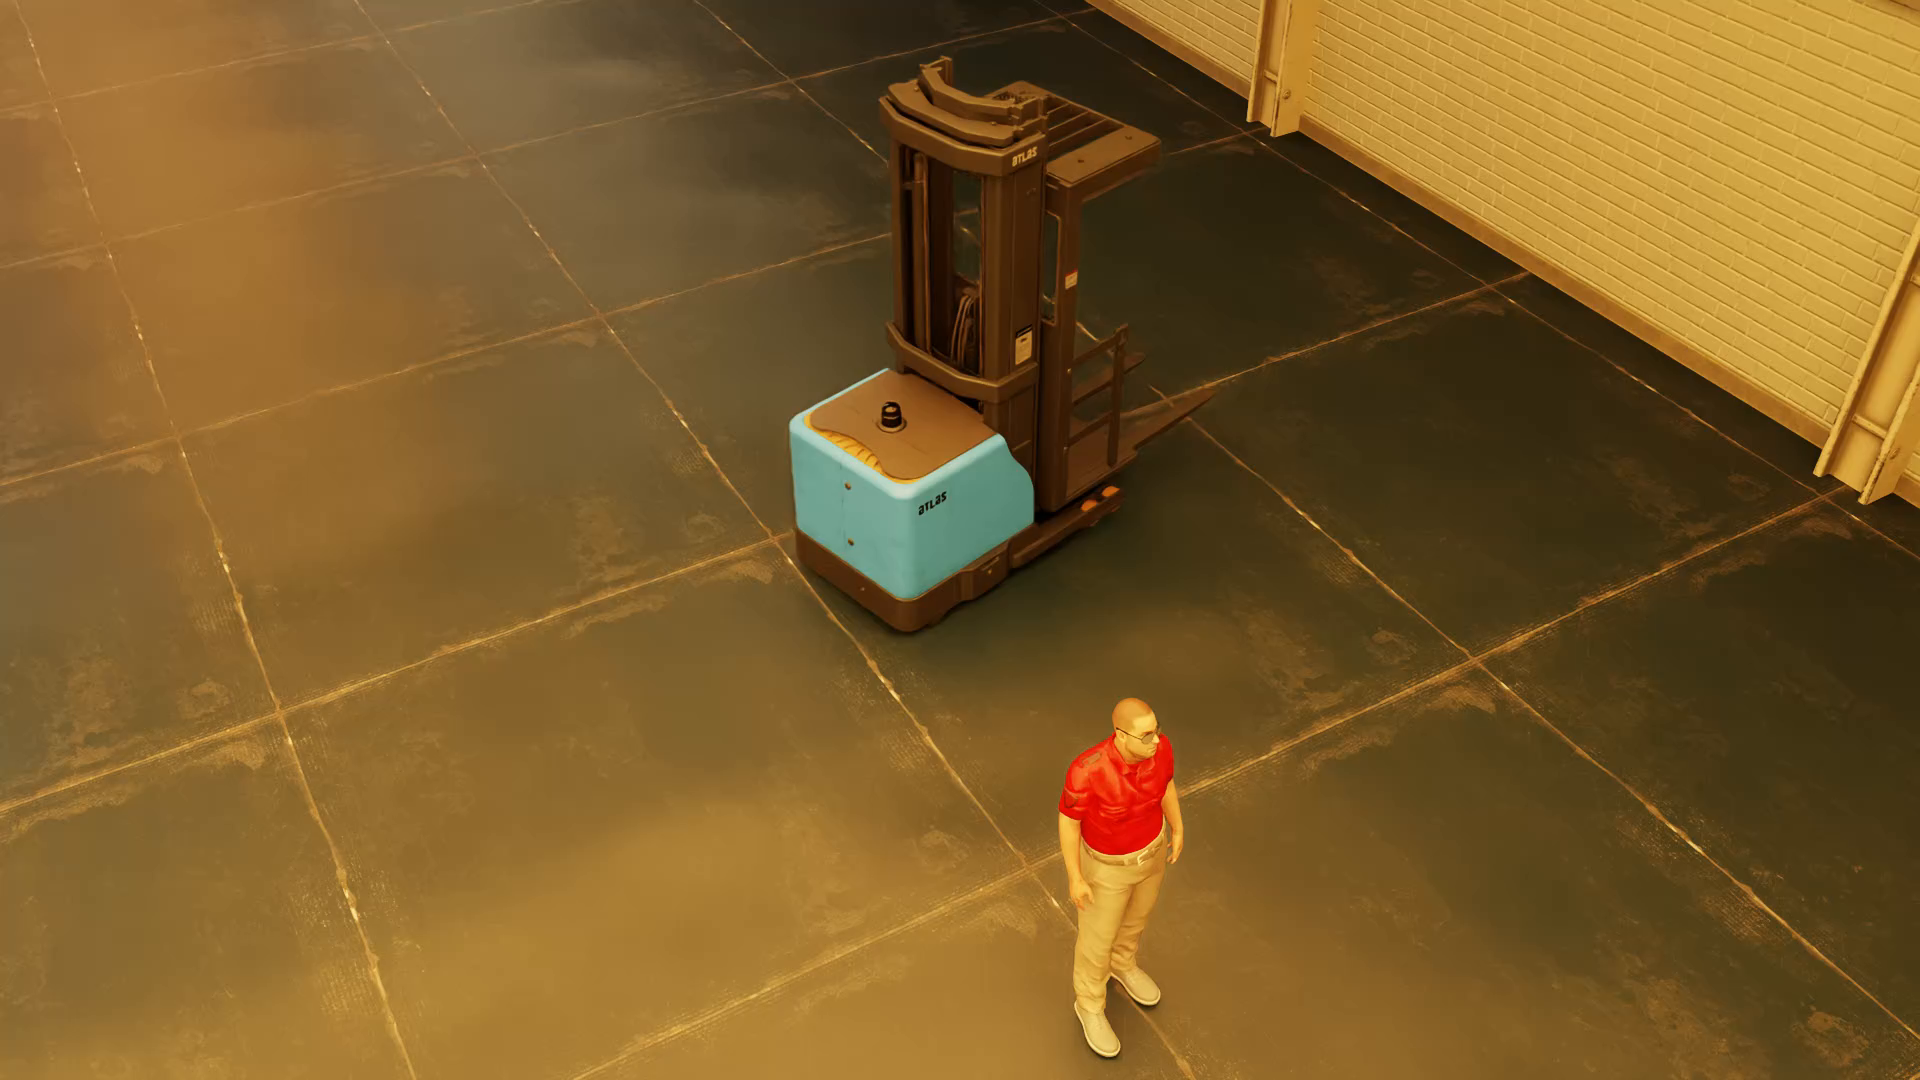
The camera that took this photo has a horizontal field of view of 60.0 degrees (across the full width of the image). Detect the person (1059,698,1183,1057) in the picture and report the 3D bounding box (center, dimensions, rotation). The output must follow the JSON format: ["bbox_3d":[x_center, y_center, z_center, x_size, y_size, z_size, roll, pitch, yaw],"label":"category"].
[{"bbox_3d":[0.758,1.433,7.239,0.640,1.727,0.551,-24,45,-26],"label":"person"}]

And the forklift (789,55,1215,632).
[{"bbox_3d":[0.408,-1.431,9.761,3.031,2.935,1.130,-32,49,-33],"label":"forklift"}]
